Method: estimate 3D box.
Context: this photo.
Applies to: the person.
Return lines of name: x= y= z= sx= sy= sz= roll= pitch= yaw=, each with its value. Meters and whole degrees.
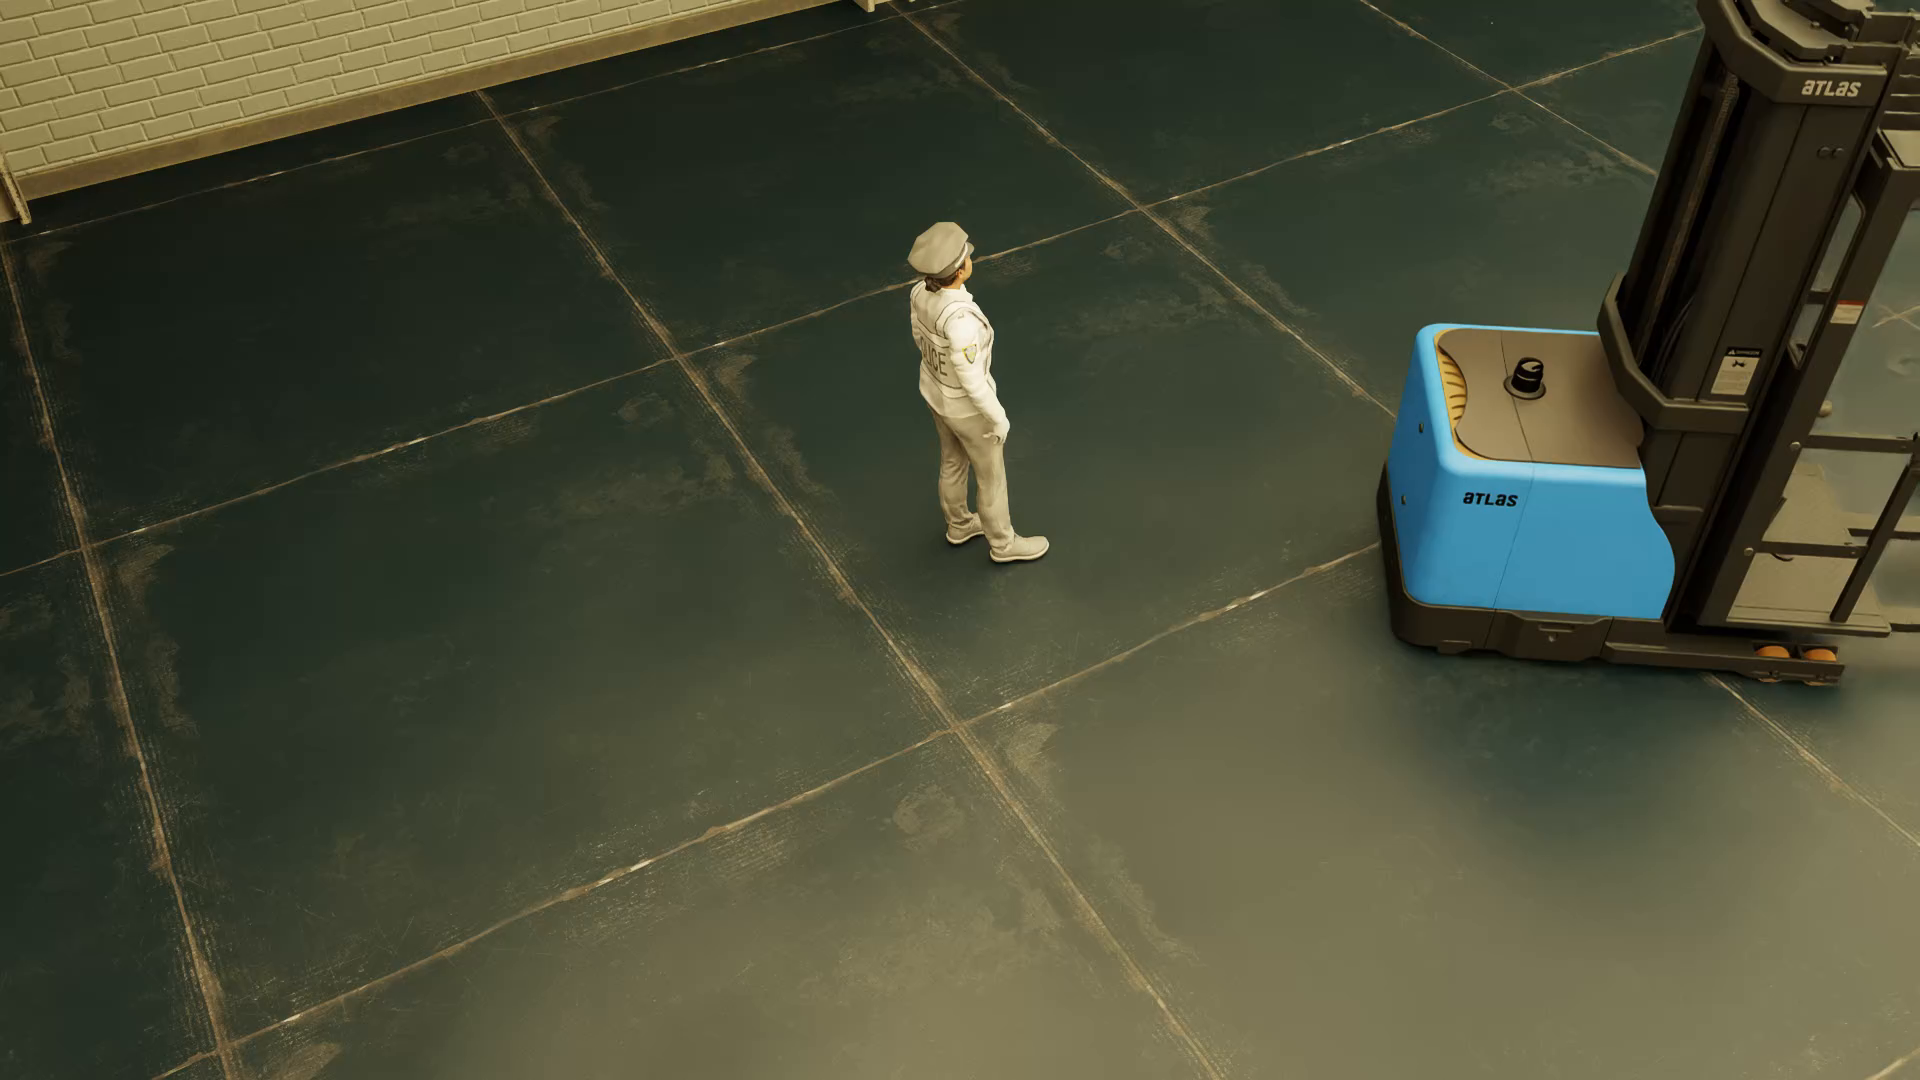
person: x=0.063 y=-0.645 z=7.292 sx=0.531 sy=1.694 sz=0.586 roll=-21 pitch=47 yaw=-21

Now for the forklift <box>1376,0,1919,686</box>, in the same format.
forklift: x=3.457 y=-0.827 z=6.590 sx=3.031 sy=2.935 sz=1.130 roll=4 pitch=43 yaw=4
